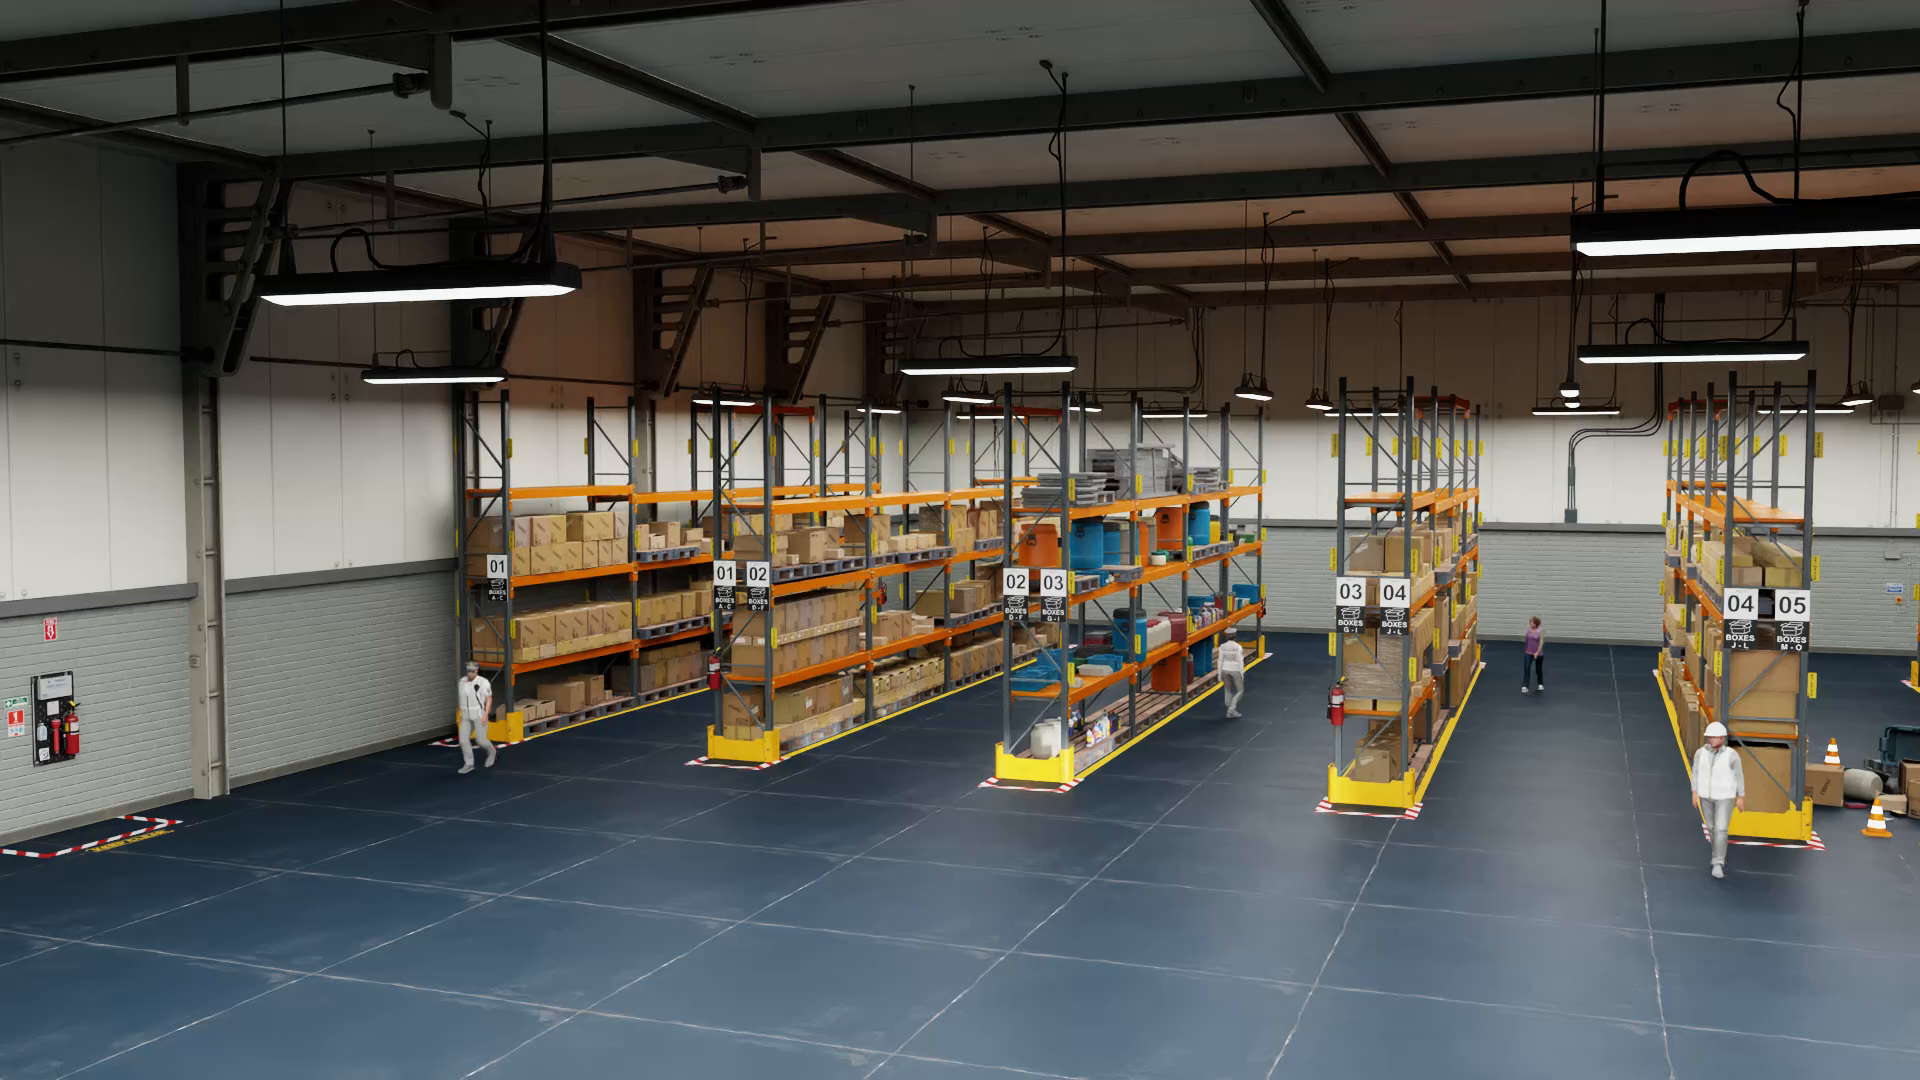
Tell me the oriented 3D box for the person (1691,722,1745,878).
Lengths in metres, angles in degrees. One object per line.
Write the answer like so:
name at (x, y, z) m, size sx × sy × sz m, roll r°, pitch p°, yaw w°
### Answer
person at (8.903, 3.025, 19.639) m, size 0.888 × 1.736 × 0.573 m, roll -3°, pitch 4°, yaw -42°

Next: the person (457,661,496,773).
person at (-7.516, 2.722, 25.840) m, size 0.587 × 1.733 × 0.628 m, roll 0°, pitch 3°, yaw 8°

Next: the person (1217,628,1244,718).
person at (5.011, 2.472, 30.827) m, size 0.517 × 1.678 × 0.513 m, roll 2°, pitch 4°, yaw 29°

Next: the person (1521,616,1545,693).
person at (11.759, 2.337, 34.062) m, size 0.390 × 1.537 × 0.953 m, roll 2°, pitch 4°, yaw 33°
